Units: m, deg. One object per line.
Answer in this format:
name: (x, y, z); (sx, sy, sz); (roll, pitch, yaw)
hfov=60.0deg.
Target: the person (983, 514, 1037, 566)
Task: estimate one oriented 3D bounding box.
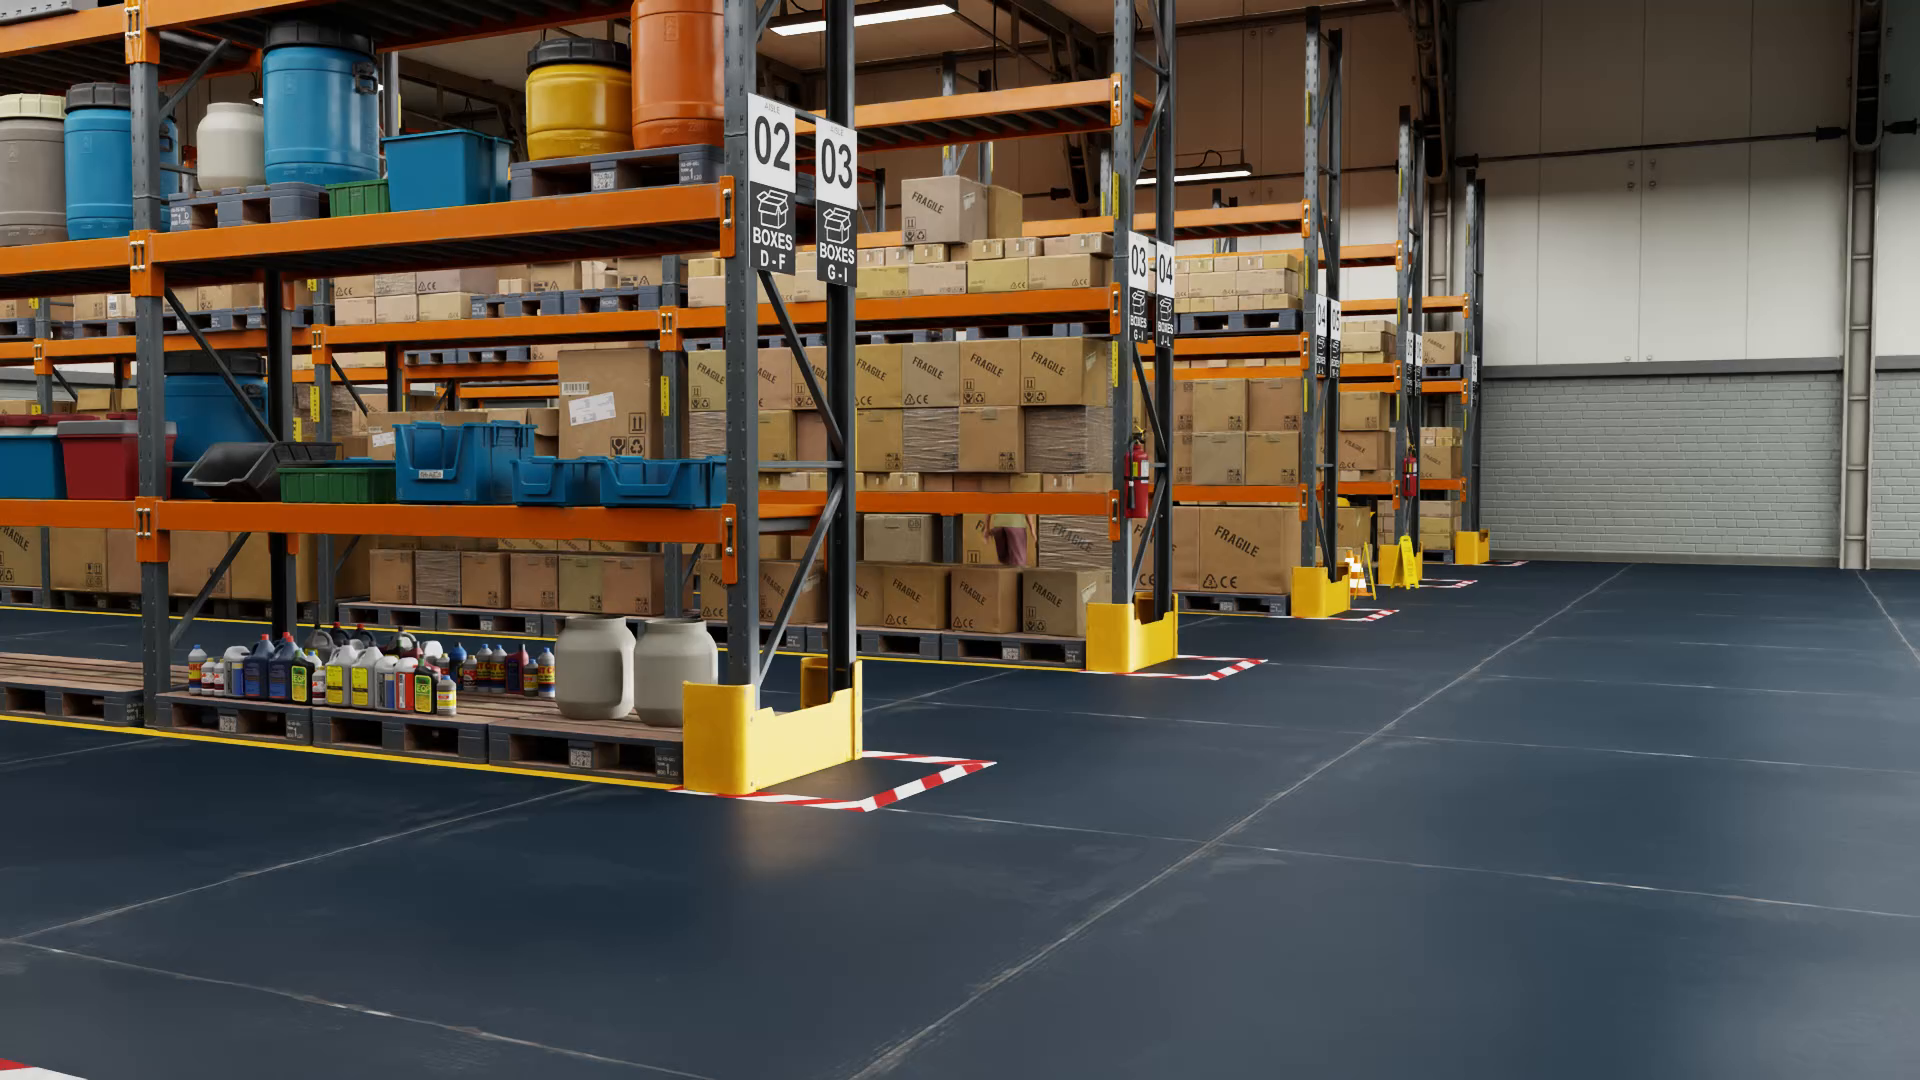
person: (0.517, -0.068, 16.323); (0.531, 1.703, 0.392); (2, 3, 37)
